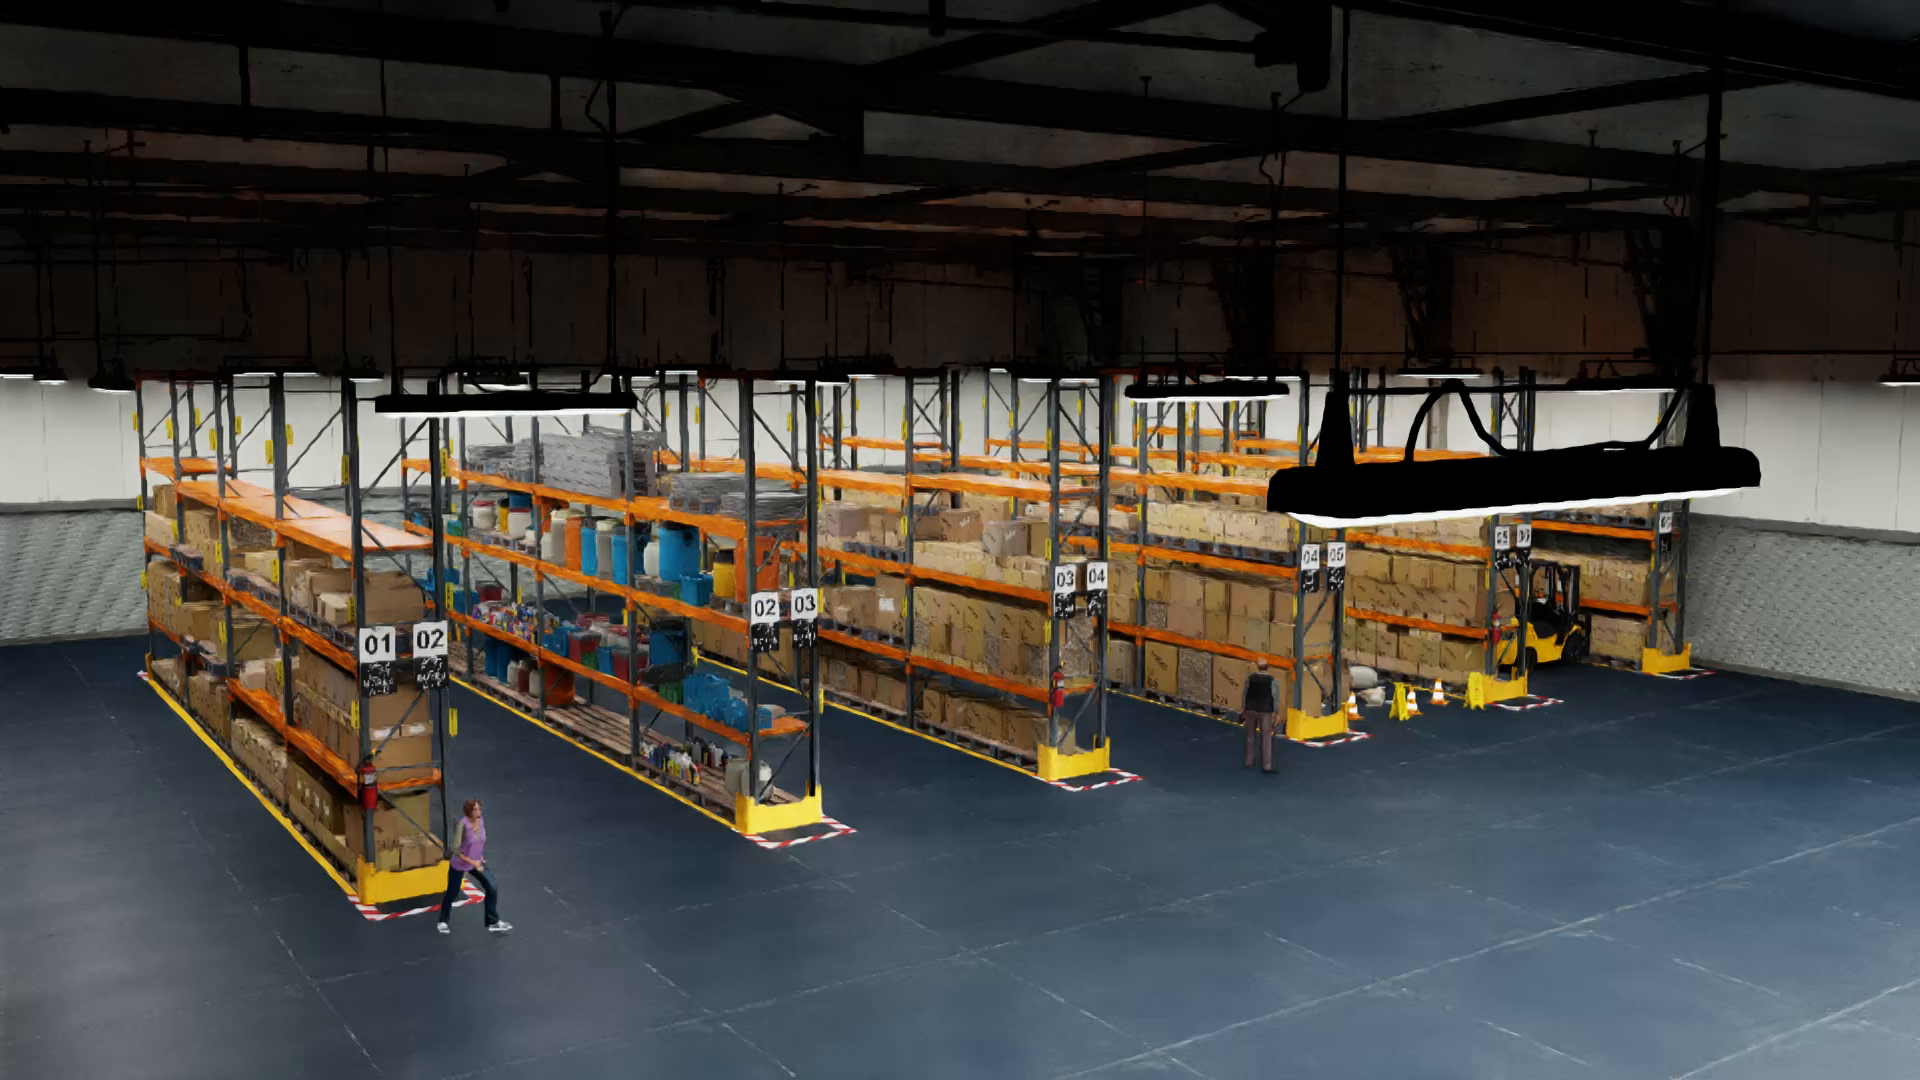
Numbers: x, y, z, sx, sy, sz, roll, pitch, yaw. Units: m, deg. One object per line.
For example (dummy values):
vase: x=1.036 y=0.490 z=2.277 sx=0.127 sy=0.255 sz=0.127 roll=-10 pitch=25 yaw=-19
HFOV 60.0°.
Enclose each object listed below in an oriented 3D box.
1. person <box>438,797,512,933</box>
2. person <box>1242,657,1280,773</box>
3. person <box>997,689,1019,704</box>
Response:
person: x=-5.349 y=3.524 z=18.094 sx=0.769 sy=1.530 sz=0.567 roll=5 pitch=8 yaw=36
person: x=4.557 y=2.621 z=25.169 sx=0.601 sy=1.732 sz=0.463 roll=3 pitch=7 yaw=26
person: x=0.924 y=2.187 z=29.657 sx=0.592 sy=1.629 sz=0.532 roll=-5 pitch=8 yaw=-35
